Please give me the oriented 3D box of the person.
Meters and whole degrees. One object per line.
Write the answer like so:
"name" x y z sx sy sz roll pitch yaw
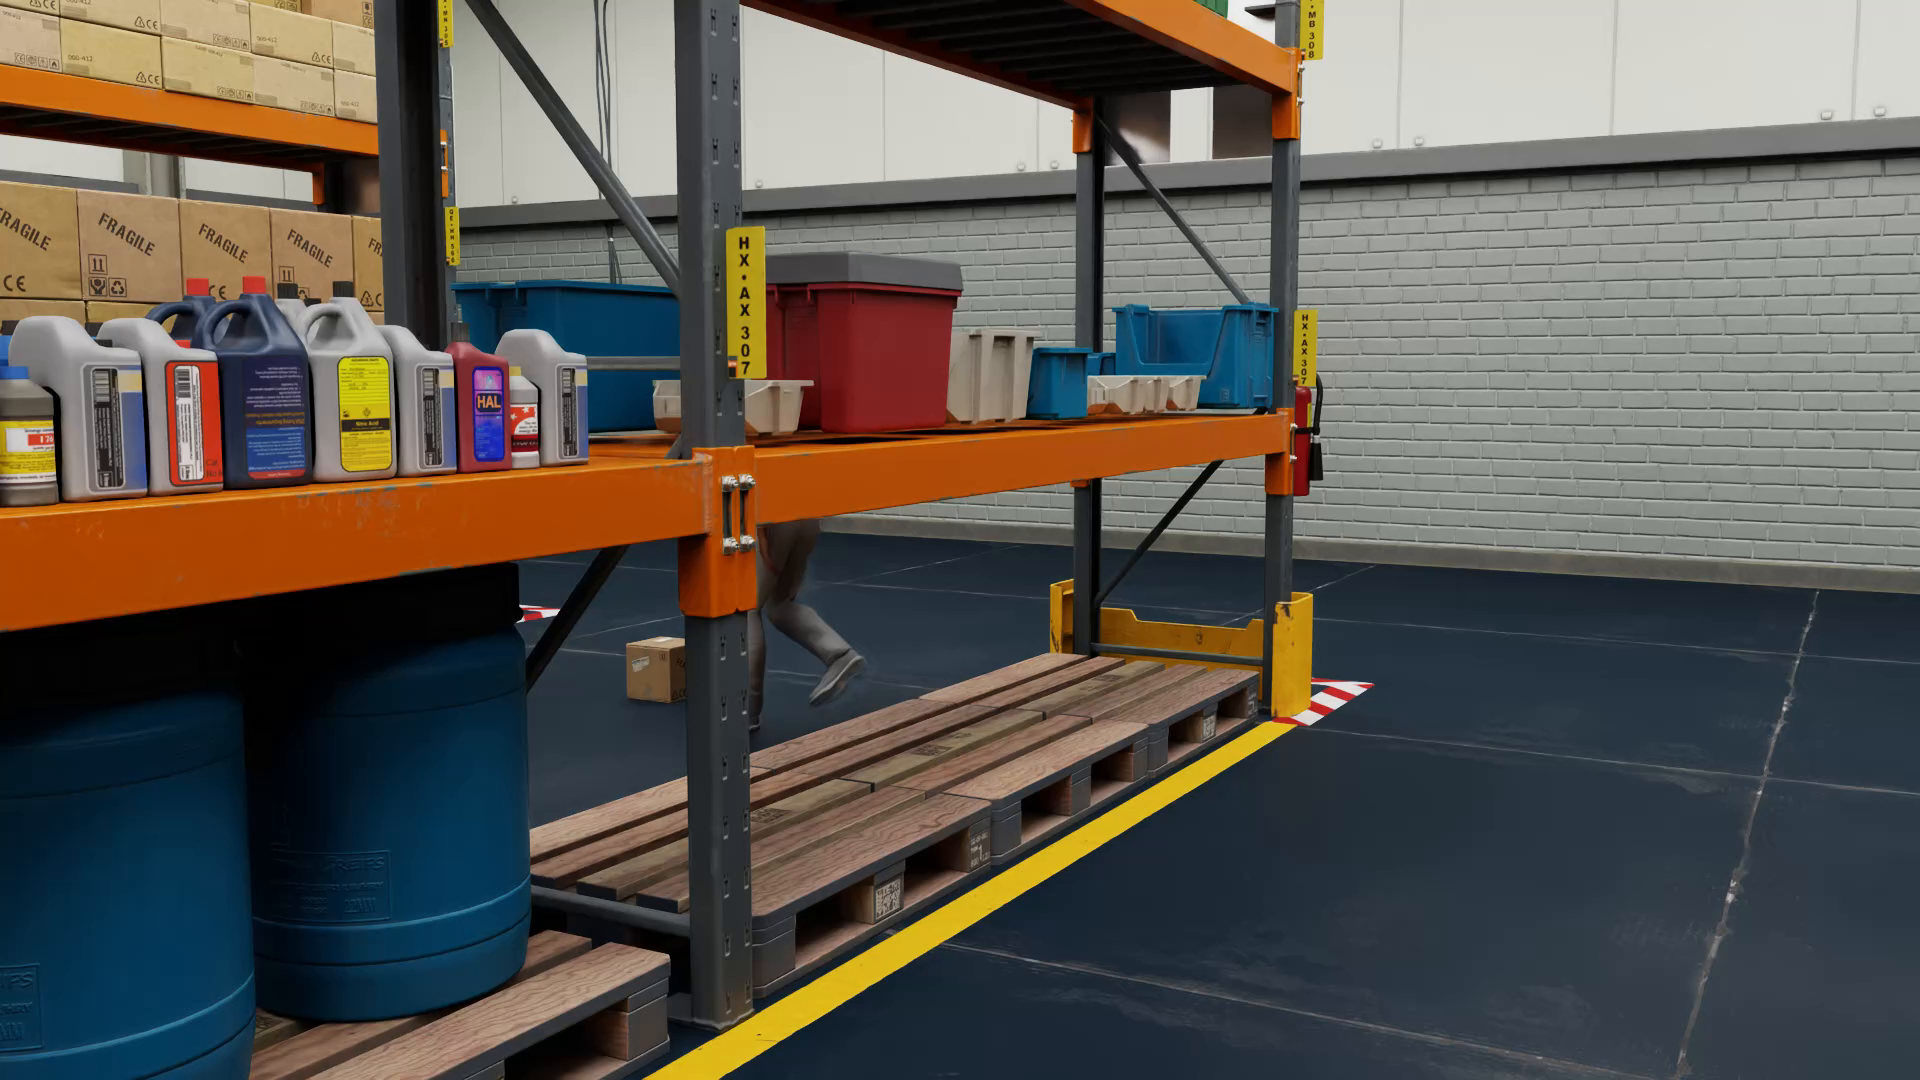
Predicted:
"person" -0.734 -0.038 6.855 0.597 1.640 0.513 3 7 29
